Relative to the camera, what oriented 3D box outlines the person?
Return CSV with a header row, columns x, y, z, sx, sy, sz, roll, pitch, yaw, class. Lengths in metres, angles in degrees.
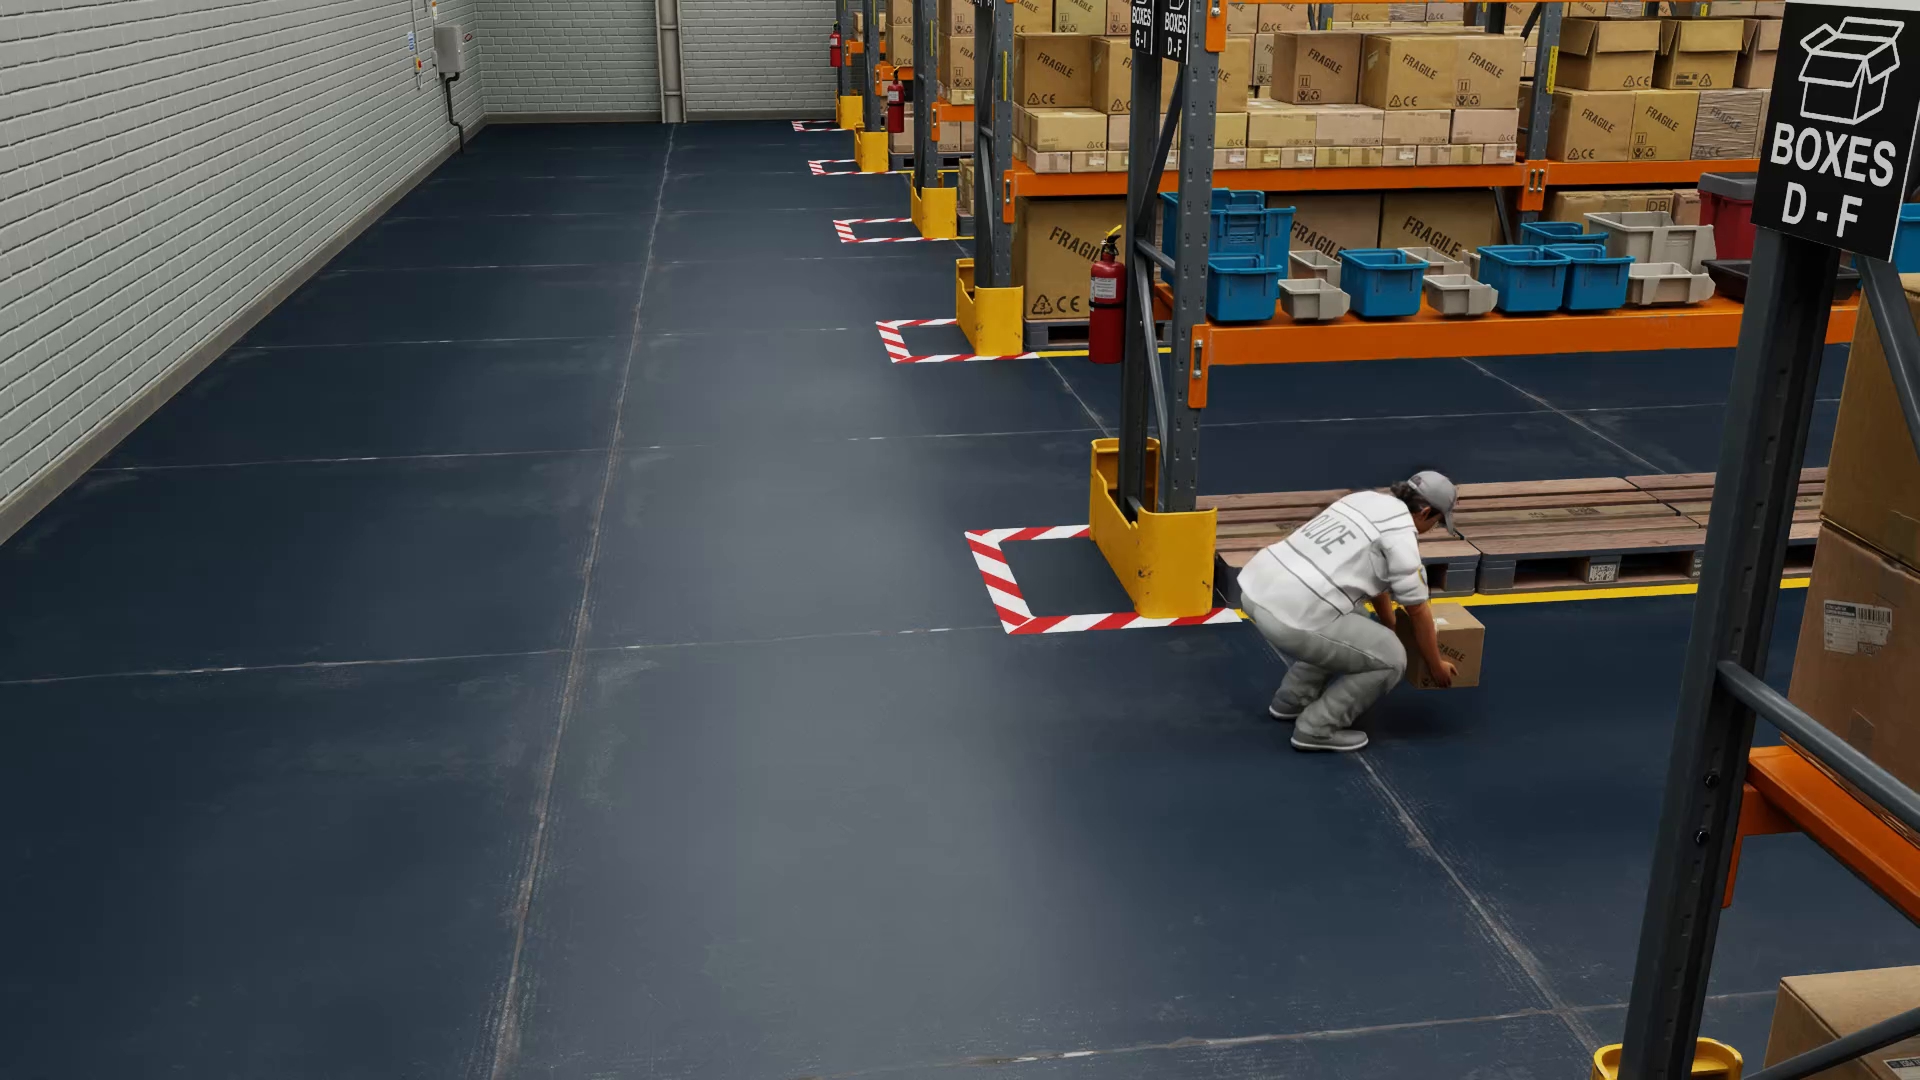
x,y,z,sx,sy,sz,roll,pitch,yaw,class
1.472,0.252,6.330,0.836,1.021,0.530,-3,20,-8,person
